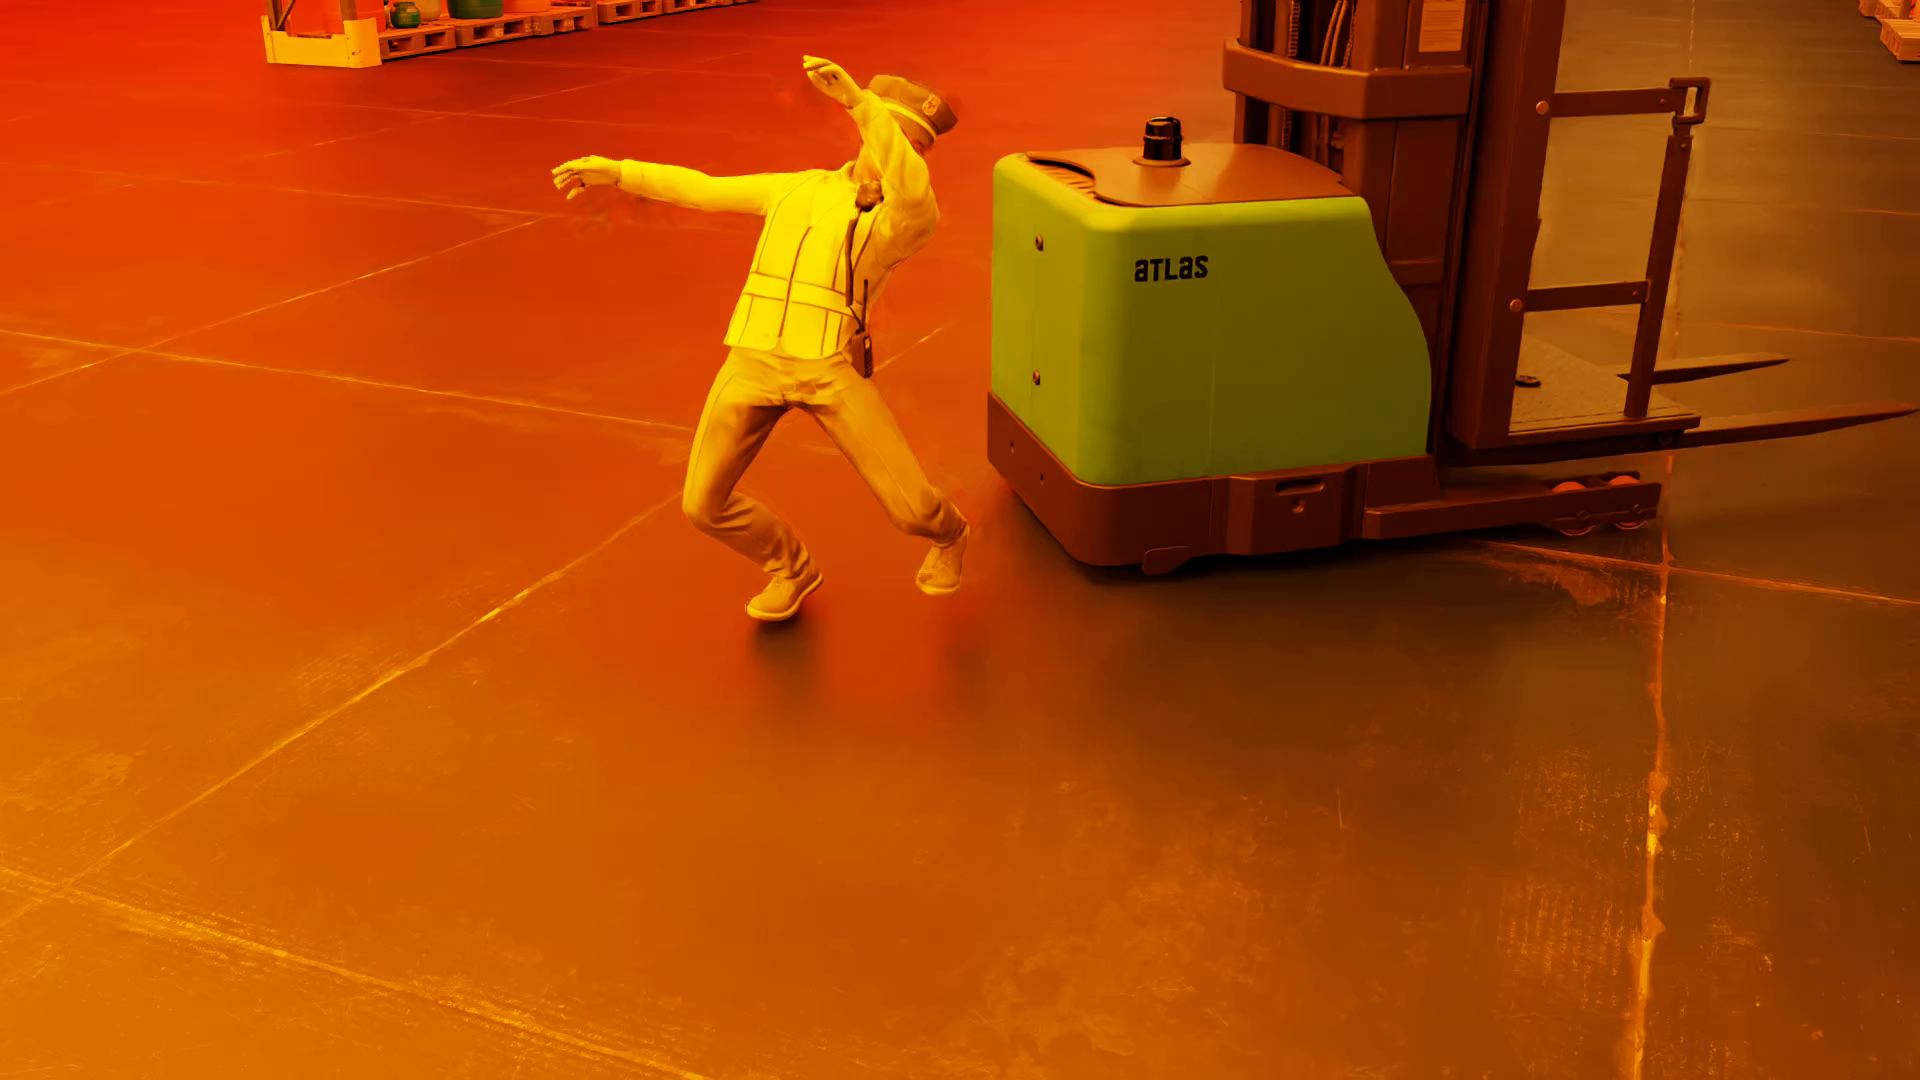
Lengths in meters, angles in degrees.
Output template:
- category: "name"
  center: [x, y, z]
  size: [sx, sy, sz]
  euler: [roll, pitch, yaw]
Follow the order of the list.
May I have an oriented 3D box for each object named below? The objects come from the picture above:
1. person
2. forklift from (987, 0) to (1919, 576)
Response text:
- category: "person"
  center: [-0.477, -0.529, 4.352]
  size: [0.979, 1.511, 0.698]
  euler: [6, 23, 14]
- category: "forklift"
  center: [1.665, -1.552, 5.006]
  size: [3.031, 2.935, 1.130]
  euler: [-6, 23, -14]
